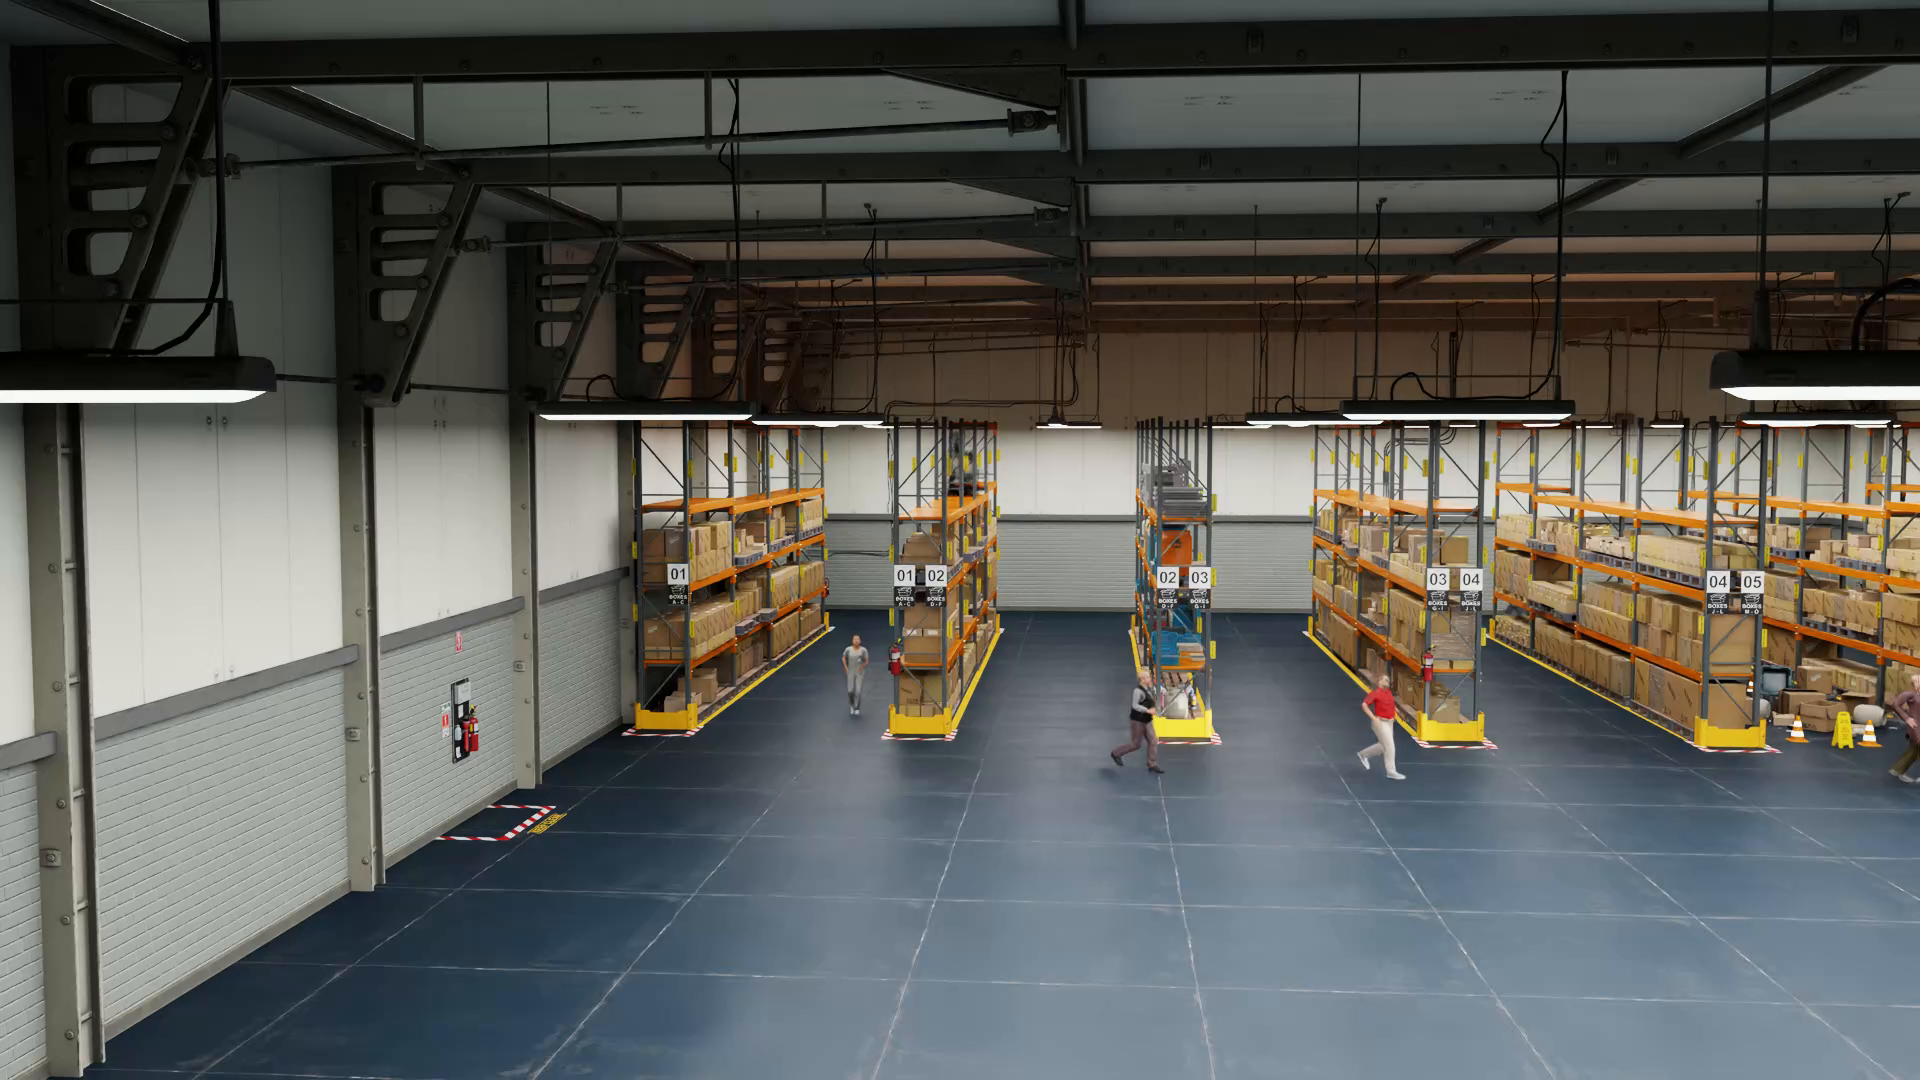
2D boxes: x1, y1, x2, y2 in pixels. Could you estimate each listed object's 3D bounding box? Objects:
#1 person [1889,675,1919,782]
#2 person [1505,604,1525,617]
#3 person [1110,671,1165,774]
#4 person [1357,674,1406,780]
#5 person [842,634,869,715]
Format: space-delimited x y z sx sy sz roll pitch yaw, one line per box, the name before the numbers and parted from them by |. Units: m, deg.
person | 15.386 3.080 26.740 0.687 1.840 0.822 -3 5 -41
person | 15.962 1.768 47.485 0.719 1.817 0.684 0 4 3
person | 2.992 3.043 27.894 0.934 1.712 0.648 2 4 30
person | 6.973 3.060 27.530 0.929 1.701 0.691 3 5 42
person | -2.109 2.713 33.494 0.545 1.643 0.514 0 4 -1
